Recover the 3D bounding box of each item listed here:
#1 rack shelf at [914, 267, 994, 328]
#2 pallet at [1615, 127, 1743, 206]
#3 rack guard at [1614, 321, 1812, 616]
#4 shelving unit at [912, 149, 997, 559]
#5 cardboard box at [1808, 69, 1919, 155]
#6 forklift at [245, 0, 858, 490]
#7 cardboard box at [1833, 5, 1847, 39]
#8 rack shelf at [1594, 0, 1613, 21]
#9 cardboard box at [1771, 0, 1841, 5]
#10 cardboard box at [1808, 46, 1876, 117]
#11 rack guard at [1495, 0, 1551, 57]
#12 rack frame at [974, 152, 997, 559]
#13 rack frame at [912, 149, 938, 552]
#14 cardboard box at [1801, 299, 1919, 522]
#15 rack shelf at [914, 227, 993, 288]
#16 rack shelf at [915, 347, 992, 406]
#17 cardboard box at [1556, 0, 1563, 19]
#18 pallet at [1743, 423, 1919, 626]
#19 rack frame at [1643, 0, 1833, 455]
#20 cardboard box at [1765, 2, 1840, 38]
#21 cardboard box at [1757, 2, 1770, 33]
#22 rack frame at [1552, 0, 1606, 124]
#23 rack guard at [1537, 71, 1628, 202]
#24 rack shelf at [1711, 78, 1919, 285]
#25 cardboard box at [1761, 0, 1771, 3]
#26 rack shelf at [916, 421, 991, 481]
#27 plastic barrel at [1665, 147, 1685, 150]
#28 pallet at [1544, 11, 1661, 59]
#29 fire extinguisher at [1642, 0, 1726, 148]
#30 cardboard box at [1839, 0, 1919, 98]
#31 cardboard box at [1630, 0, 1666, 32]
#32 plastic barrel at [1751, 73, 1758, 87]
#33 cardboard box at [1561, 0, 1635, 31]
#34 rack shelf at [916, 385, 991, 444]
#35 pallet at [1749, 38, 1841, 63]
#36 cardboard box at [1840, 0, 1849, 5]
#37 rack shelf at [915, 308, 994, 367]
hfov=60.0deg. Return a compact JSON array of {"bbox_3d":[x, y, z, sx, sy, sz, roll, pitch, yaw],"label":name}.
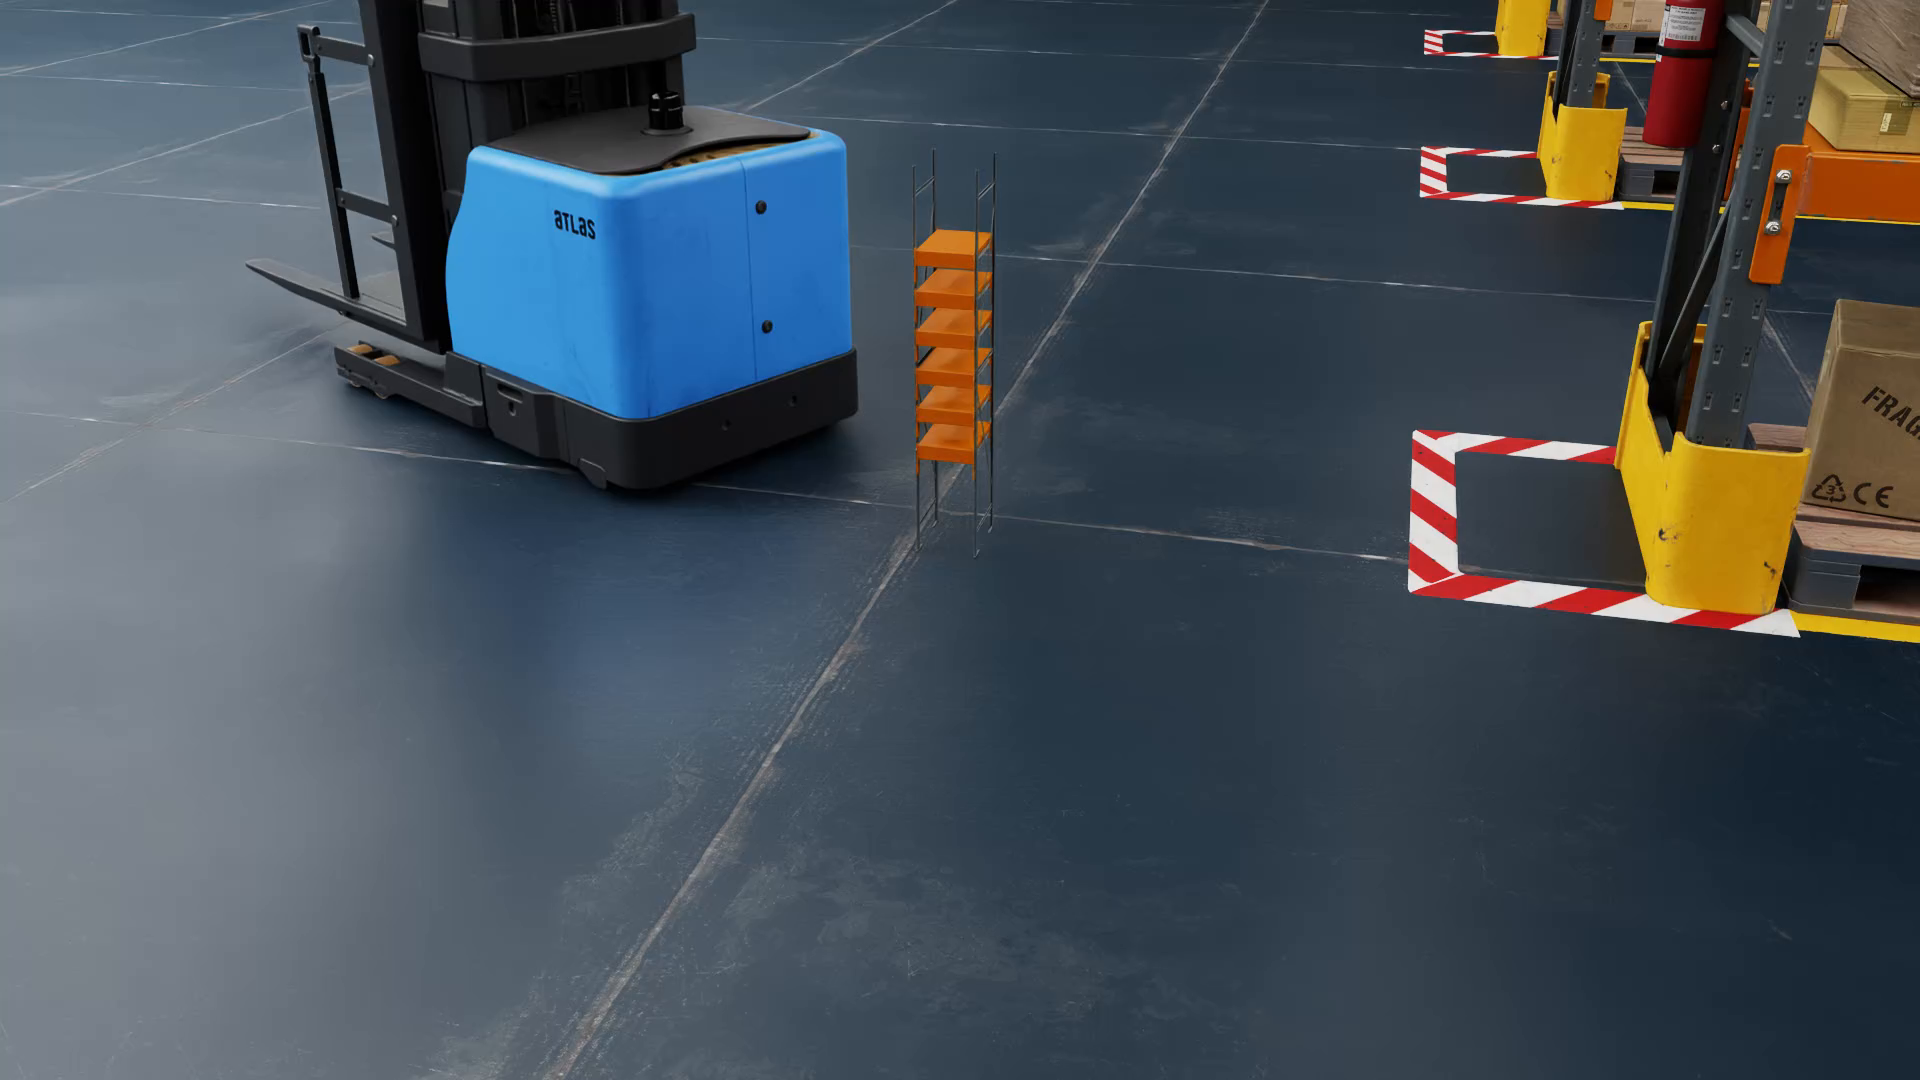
[{"bbox_3d":[-0.014,-0.720,4.911,0.180,0.103,0.258,6,26,13],"label":"rack shelf"},{"bbox_3d":[4.358,-2.124,9.467,1.213,0.211,1.003,6,26,13],"label":"pallet"},{"bbox_3d":[2.328,-0.262,5.220,0.348,0.500,1.175,6,26,13],"label":"rack guard"},{"bbox_3d":[-0.014,-0.543,4.995,0.189,1.200,0.258,6,26,13],"label":"shelving unit"},{"bbox_3d":[2.471,-1.156,4.481,0.250,0.149,0.380,6,26,13],"label":"cardboard box"},{"bbox_3d":[-1.799,-2.010,6.062,3.031,2.935,1.130,21,33,38],"label":"forklift"},{"bbox_3d":[7.126,-4.107,13.096,0.500,0.250,0.500,6,26,13],"label":"cardboard box"},{"bbox_3d":[5.425,-2.922,8.735,4.000,0.370,1.077,6,26,13],"label":"rack shelf"},{"bbox_3d":[6.641,-4.498,13.046,0.500,0.500,0.500,6,26,13],"label":"cardboard box"},{"bbox_3d":[2.581,-1.341,4.870,0.250,0.149,0.380,6,26,13],"label":"cardboard box"},{"bbox_3d":[4.702,-4.397,13.904,0.348,0.500,1.175,6,26,13],"label":"rack guard"},{"bbox_3d":[0.075,-0.533,4.975,0.006,1.200,0.240,6,26,13],"label":"rack frame"},{"bbox_3d":[-0.103,-0.553,5.016,0.006,1.200,0.240,6,26,13],"label":"rack frame"},{"bbox_3d":[2.855,-0.386,4.991,0.500,0.500,0.500,11,28,23],"label":"cardboard box"},{"bbox_3d":[-0.014,-0.828,4.860,0.180,0.103,0.258,6,26,13],"label":"rack shelf"},{"bbox_3d":[-0.014,-0.503,5.014,0.180,0.103,0.258,6,26,13],"label":"rack shelf"},{"bbox_3d":[5.318,-4.537,14.000,0.500,0.250,0.500,6,26,13],"label":"cardboard box"},{"bbox_3d":[3.106,-0.030,5.068,1.213,0.211,1.003,6,26,13],"label":"pallet"},{"bbox_3d":[2.254,-1.399,4.699,0.127,3.000,1.000,6,26,13],"label":"rack frame"},{"bbox_3d":[6.641,-4.160,13.208,0.500,0.250,0.500,6,26,13],"label":"cardboard box"},{"bbox_3d":[6.158,-4.215,13.325,0.500,0.250,0.500,6,26,13],"label":"cardboard box"},{"bbox_3d":[3.488,-3.461,9.031,0.127,3.000,1.000,6,26,13],"label":"rack frame"},{"bbox_3d":[3.573,-2.344,9.592,0.348,0.500,1.175,6,26,13],"label":"rack guard"},{"bbox_3d":[4.191,-0.860,4.404,4.000,0.370,1.077,6,26,13],"label":"rack shelf"},{"bbox_3d":[6.161,-4.559,13.174,0.500,0.500,0.500,6,26,13],"label":"cardboard box"},{"bbox_3d":[-0.014,-0.286,5.118,0.180,0.103,0.258,6,26,13],"label":"rack shelf"},{"bbox_3d":[4.144,-2.489,9.394,0.421,0.512,0.421,0,25,0],"label":"plastic barrel"},{"bbox_3d":[5.476,-4.200,13.825,1.213,0.211,1.003,6,26,13],"label":"pallet"},{"bbox_3d":[2.258,-1.568,5.145,0.183,0.674,0.296,6,26,13],"label":"fire extinguisher"},{"bbox_3d":[2.780,-1.508,4.466,0.500,0.500,0.875,6,26,13],"label":"cardboard box"},{"bbox_3d":[5.674,-4.269,13.438,0.500,0.250,0.500,6,26,13],"label":"cardboard box"},{"bbox_3d":[4.630,-2.435,9.281,0.421,0.512,0.421,0,25,0],"label":"plastic barrel"},{"bbox_3d":[5.189,-4.321,13.547,0.500,0.250,0.500,6,26,13],"label":"cardboard box"},{"bbox_3d":[-0.014,-0.395,5.066,0.180,0.103,0.258,6,26,13],"label":"rack shelf"},{"bbox_3d":[6.654,-4.068,13.549,1.213,0.211,1.003,6,26,13],"label":"pallet"},{"bbox_3d":[7.129,-4.450,12.946,0.500,0.500,0.500,6,26,13],"label":"cardboard box"},{"bbox_3d":[-0.014,-0.612,4.963,0.180,0.103,0.258,6,26,13],"label":"rack shelf"}]
